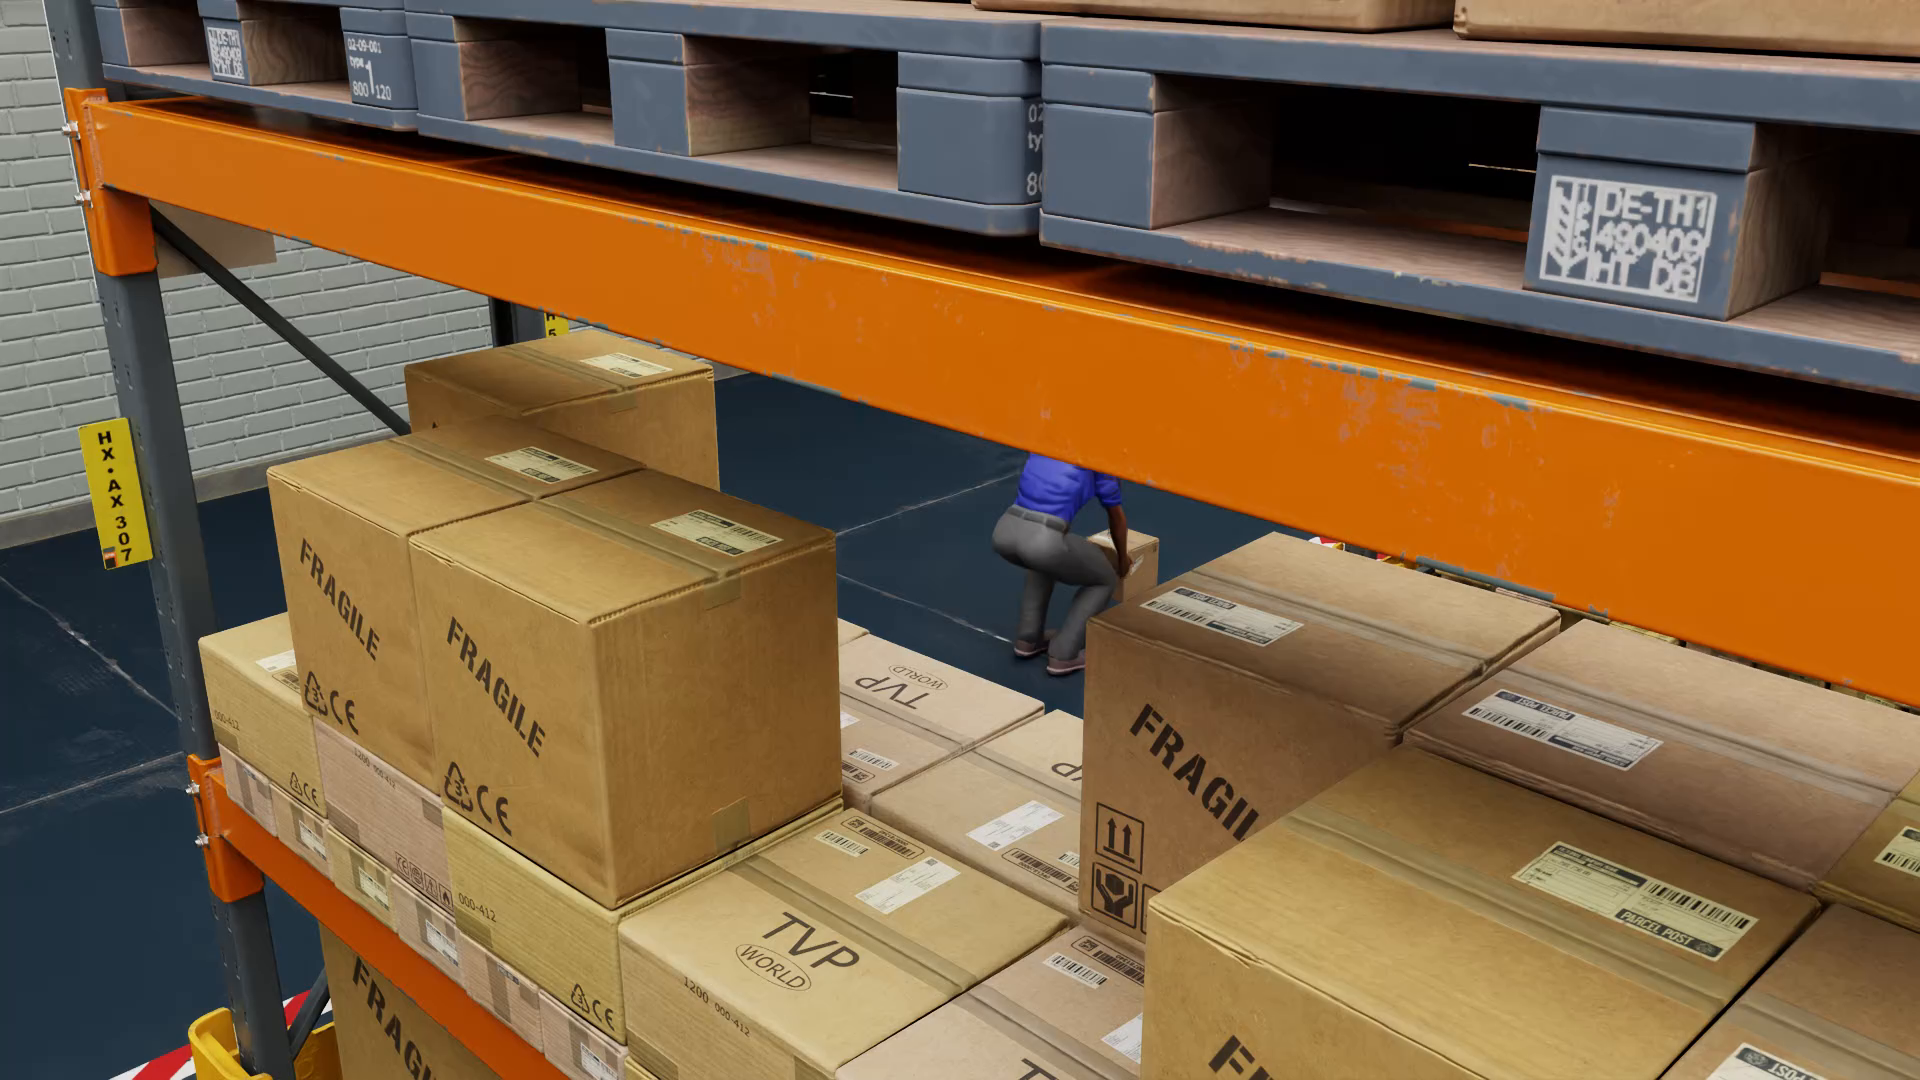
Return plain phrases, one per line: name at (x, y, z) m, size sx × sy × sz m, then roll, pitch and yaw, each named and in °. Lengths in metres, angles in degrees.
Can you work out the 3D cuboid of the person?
person at (0.437, -0.030, 7.368) m, size 0.501 × 1.168 × 0.726 m, roll 19°, pitch 28°, yaw 41°
